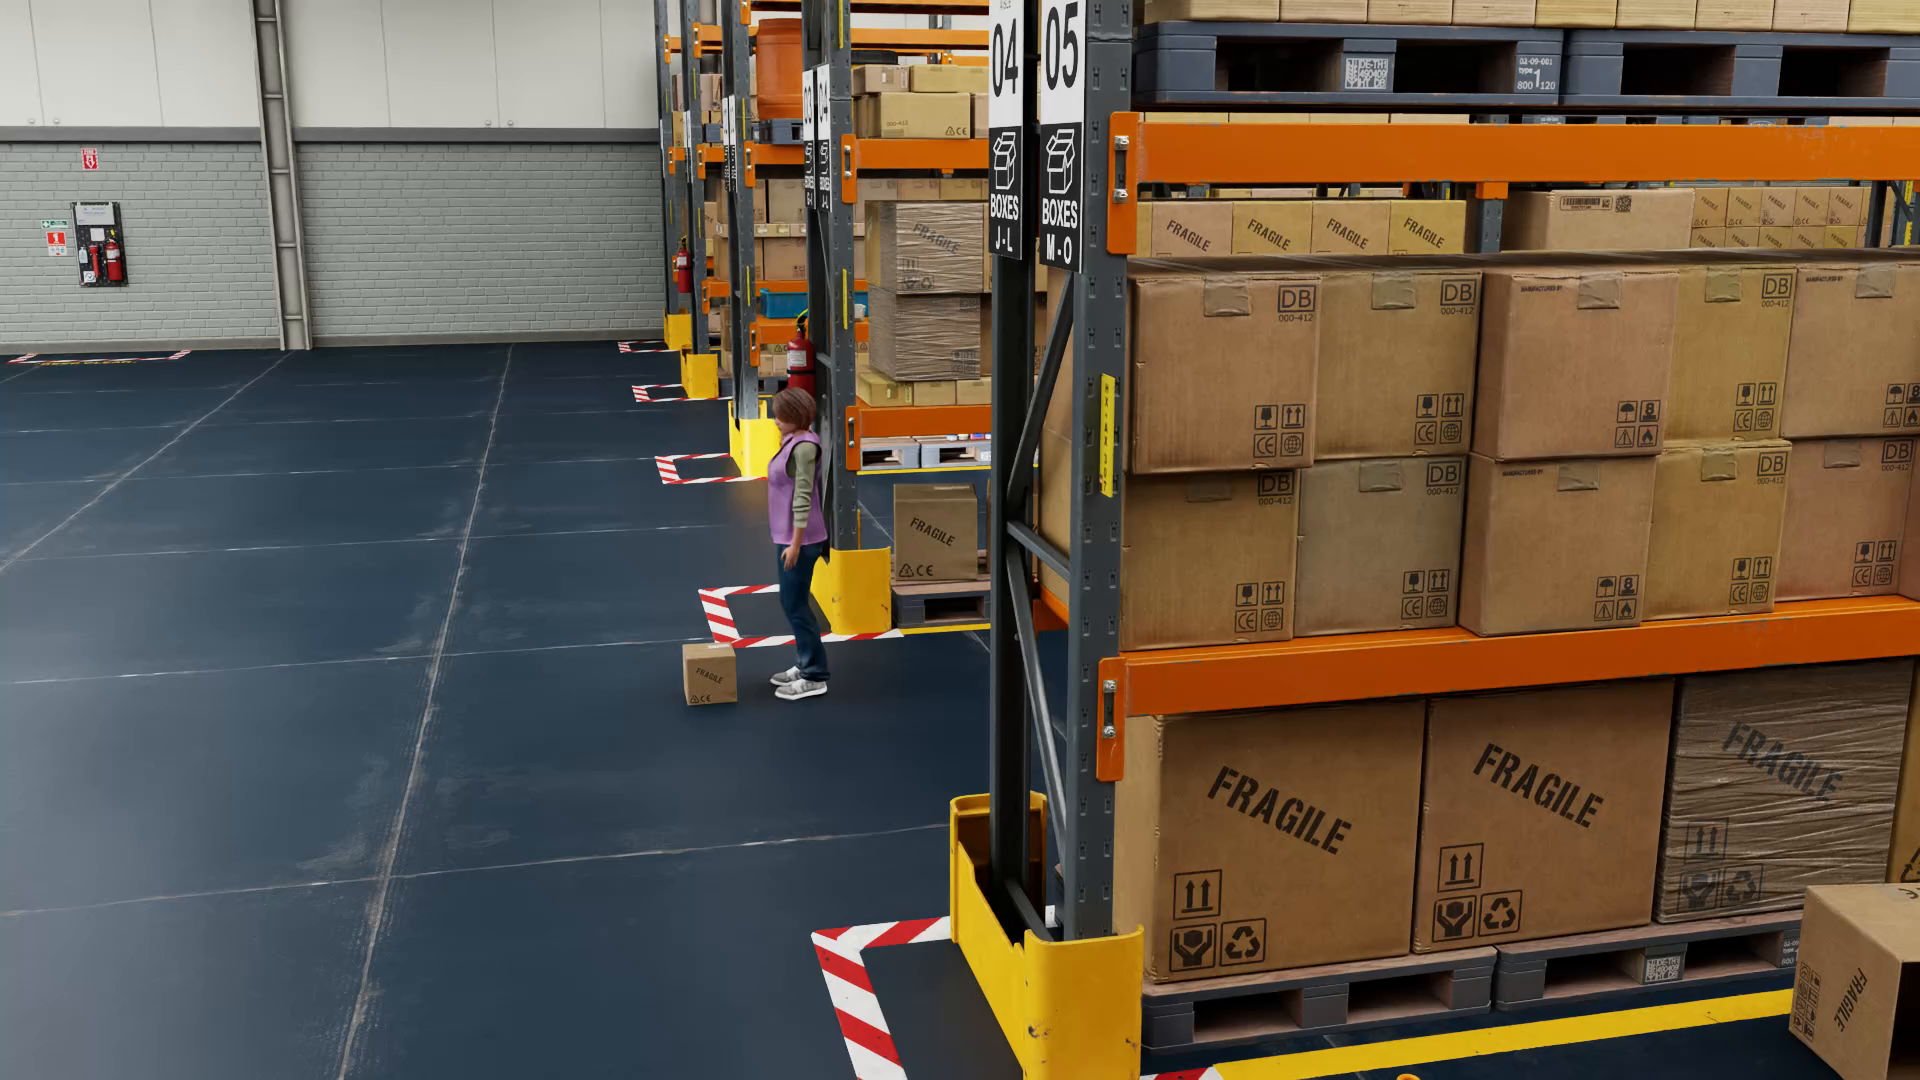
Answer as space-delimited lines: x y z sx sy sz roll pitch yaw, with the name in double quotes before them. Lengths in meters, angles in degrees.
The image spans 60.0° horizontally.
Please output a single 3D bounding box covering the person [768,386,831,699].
"person" -0.824 0.015 8.466 0.299 1.589 0.407 -3 13 -12
